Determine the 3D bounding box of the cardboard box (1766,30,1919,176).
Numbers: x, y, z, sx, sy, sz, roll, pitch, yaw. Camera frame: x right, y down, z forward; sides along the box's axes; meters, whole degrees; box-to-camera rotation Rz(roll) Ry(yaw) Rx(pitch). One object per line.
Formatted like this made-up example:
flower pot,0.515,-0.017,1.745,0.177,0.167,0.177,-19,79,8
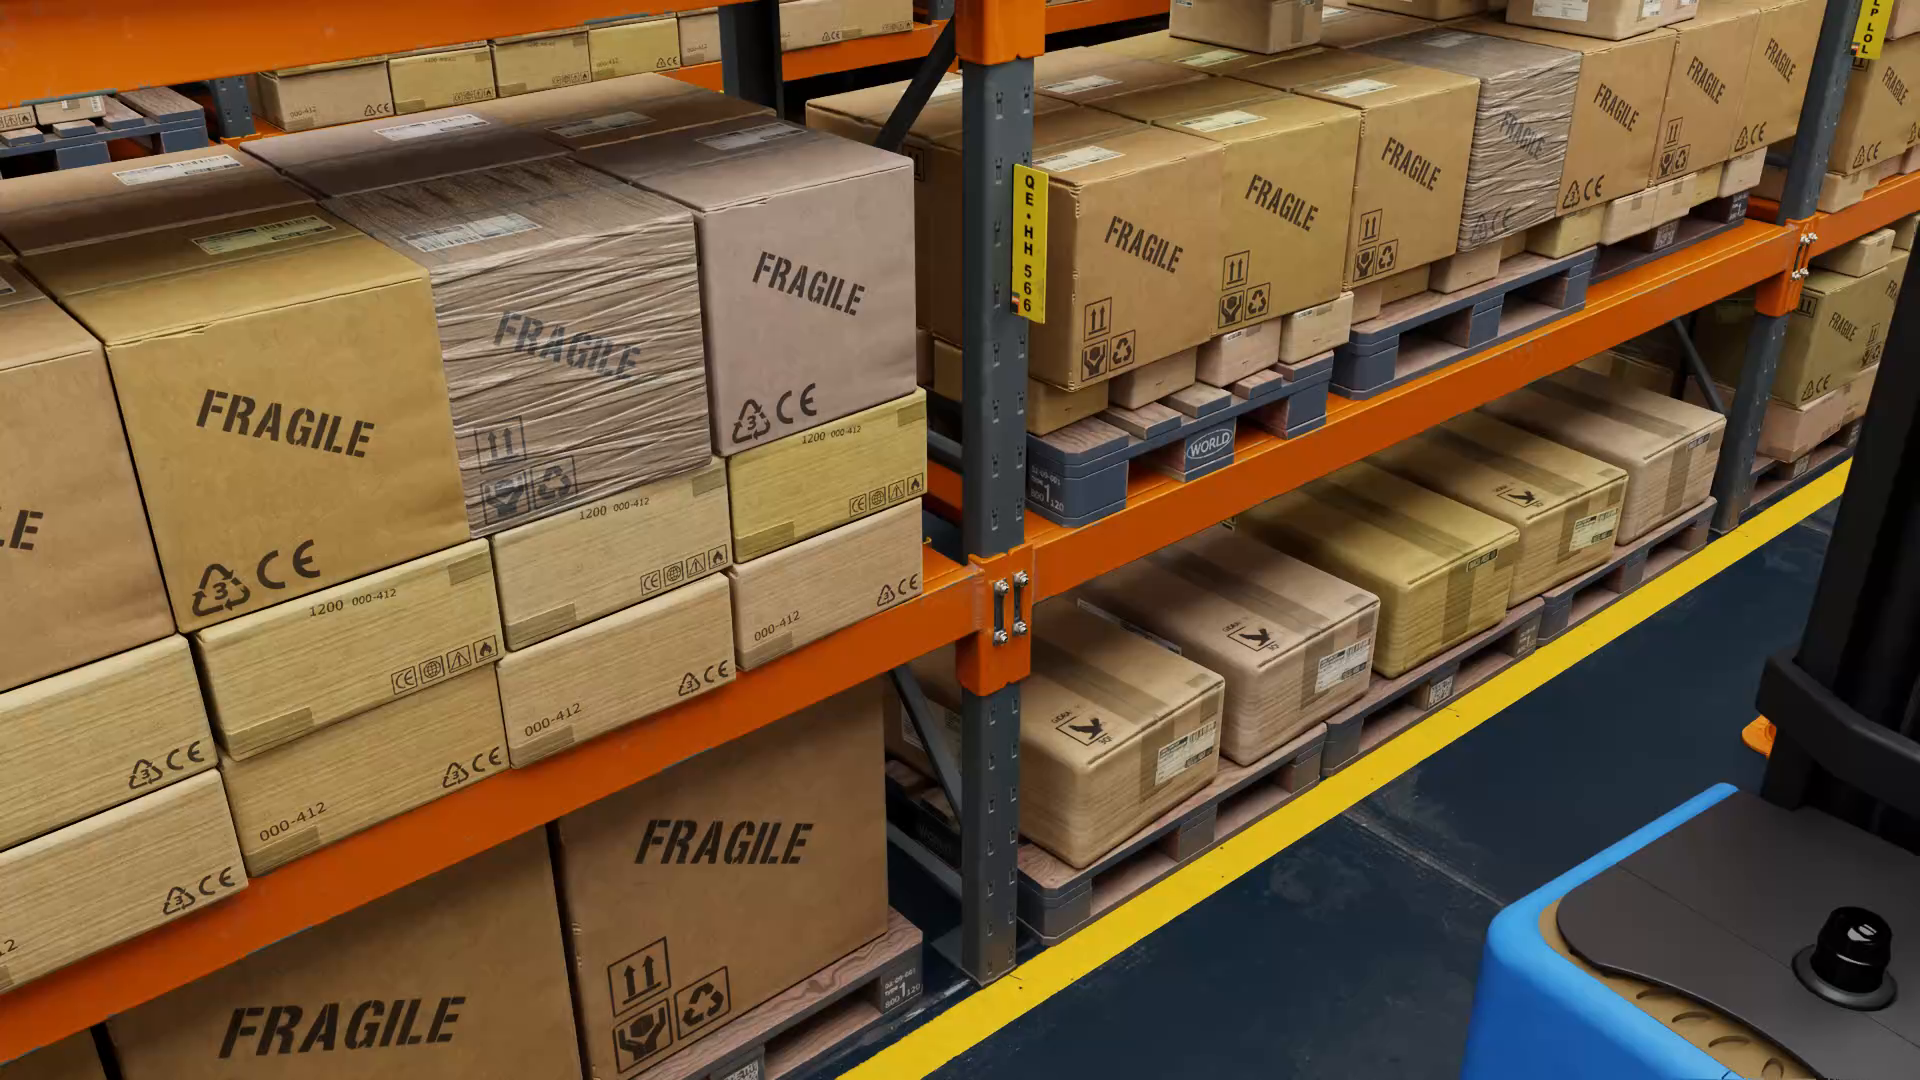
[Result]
cardboard box,3.342,-1.742,6.405,0.500,0.500,0.500,-22,35,-35

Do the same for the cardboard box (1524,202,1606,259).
cardboard box,1.829,-1.043,5.340,0.250,0.149,0.380,-22,35,-35

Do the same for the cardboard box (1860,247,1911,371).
cardboard box,3.850,-1.087,7.278,0.500,0.500,0.500,-20,34,-33

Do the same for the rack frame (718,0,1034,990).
rack frame,-0.216,-0.308,4.145,0.127,3.000,1.000,-22,35,-35

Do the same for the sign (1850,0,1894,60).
sign,3.190,-1.845,5.791,0.005,0.325,0.100,-22,35,-35

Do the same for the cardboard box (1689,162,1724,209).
cardboard box,2.402,-1.276,5.776,0.250,0.149,0.380,-23,36,-36

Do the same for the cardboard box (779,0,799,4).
cardboard box,-0.992,-3.063,8.928,0.500,0.250,0.500,-23,36,-36

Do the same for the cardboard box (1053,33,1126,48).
cardboard box,0.940,-3.069,10.721,0.500,0.250,0.500,-21,34,-33

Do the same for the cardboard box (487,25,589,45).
cardboard box,-2.153,-2.596,8.054,0.500,0.250,0.500,-23,36,-36

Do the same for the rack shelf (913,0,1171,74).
rack shelf,1.124,-3.605,11.077,4.000,0.370,1.077,-22,35,-35

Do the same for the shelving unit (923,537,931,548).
shelving unit,0.058,-0.685,6.440,1.083,1.500,0.587,-22,35,-35

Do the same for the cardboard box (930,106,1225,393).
cardboard box,0.276,-0.724,4.054,0.500,0.500,0.500,-23,36,-36

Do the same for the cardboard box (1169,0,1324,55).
cardboard box,0.845,-1.557,4.925,0.250,0.149,0.380,-24,36,-37

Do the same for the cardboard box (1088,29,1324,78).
cardboard box,0.718,-1.225,4.992,0.500,0.500,0.500,-25,37,-38

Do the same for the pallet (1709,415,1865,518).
pallet,3.315,-0.520,7.500,1.213,0.211,1.003,-22,35,-35

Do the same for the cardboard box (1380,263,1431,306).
cardboard box,1.171,-0.836,4.953,0.250,0.149,0.380,-20,34,-33

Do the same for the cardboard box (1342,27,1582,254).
cardboard box,1.453,-1.201,4.947,0.500,0.500,0.500,-23,36,-37

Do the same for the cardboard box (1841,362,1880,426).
cardboard box,3.849,-0.756,7.453,0.500,0.250,0.500,-20,34,-32

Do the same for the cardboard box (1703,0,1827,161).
cardboard box,2.624,-1.669,5.823,0.500,0.500,0.500,-23,36,-36

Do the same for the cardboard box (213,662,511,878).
cardboard box,-1.205,0.316,3.136,0.500,0.250,0.500,-22,35,-35

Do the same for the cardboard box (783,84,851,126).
cardboard box,-0.788,-2.285,9.917,0.625,0.625,0.875,-20,34,-33

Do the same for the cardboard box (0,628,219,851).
cardboard box,-1.579,0.258,2.714,0.500,0.250,0.500,-23,36,-36

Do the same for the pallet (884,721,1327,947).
pallet,0.379,0.683,5.248,1.213,0.211,1.003,-22,35,-35

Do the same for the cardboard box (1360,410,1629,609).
cardboard box,1.884,-0.176,6.239,0.625,0.372,0.950,-19,34,-32

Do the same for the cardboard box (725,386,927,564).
cardboard box,-0.420,-0.223,3.614,0.500,0.250,0.500,-22,35,-35

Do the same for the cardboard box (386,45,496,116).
cardboard box,-2.559,-2.221,7.883,0.500,0.250,0.500,-23,36,-36

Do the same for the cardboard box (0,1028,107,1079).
cardboard box,-2.158,1.170,3.187,0.875,0.875,0.875,-21,34,-34

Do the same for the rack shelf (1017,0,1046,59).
rack shelf,1.305,-1.926,4.752,4.000,0.370,1.077,-22,35,-35

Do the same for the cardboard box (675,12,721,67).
cardboard box,-1.388,-2.700,8.779,0.500,0.250,0.500,-22,35,-35

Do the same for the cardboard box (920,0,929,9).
cardboard box,0.109,-3.397,9.818,0.500,0.500,0.500,-23,36,-36

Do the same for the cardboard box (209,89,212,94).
cardboard box,-3.265,-2.250,7.937,0.500,0.250,0.500,-23,36,-36

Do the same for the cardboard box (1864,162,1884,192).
cardboard box,3.433,-1.498,6.638,0.250,0.149,0.380,-21,34,-34

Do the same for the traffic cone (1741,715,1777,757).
traffic cone,2.792,0.468,5.383,0.334,0.463,0.336,-22,35,-35

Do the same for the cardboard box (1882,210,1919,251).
cardboard box,3.974,-1.380,7.137,0.250,0.149,0.380,-20,34,-33

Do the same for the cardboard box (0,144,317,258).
cardboard box,-1.525,-0.422,3.191,0.500,0.500,0.500,-21,34,-34

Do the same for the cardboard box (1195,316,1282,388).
cardboard box,0.626,-0.557,4.431,0.250,0.149,0.380,-25,37,-38

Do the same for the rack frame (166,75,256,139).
rack frame,-3.441,-2.087,7.473,0.127,3.000,1.000,-22,35,-35

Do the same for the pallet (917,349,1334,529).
pallet,0.257,-0.480,4.669,1.003,0.211,1.213,-22,35,-35

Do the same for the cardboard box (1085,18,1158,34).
cardboard box,0.997,-3.411,11.361,0.500,0.250,0.500,-23,36,-36

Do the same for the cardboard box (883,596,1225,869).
cardboard box,0.220,0.496,4.982,0.625,0.372,0.950,-25,37,-38

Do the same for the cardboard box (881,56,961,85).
cardboard box,-0.149,-2.944,10.487,0.500,0.250,0.500,-21,35,-34

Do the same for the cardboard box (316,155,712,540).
cardboard box,-0.825,-0.382,3.115,0.500,0.500,0.500,-21,35,-34
